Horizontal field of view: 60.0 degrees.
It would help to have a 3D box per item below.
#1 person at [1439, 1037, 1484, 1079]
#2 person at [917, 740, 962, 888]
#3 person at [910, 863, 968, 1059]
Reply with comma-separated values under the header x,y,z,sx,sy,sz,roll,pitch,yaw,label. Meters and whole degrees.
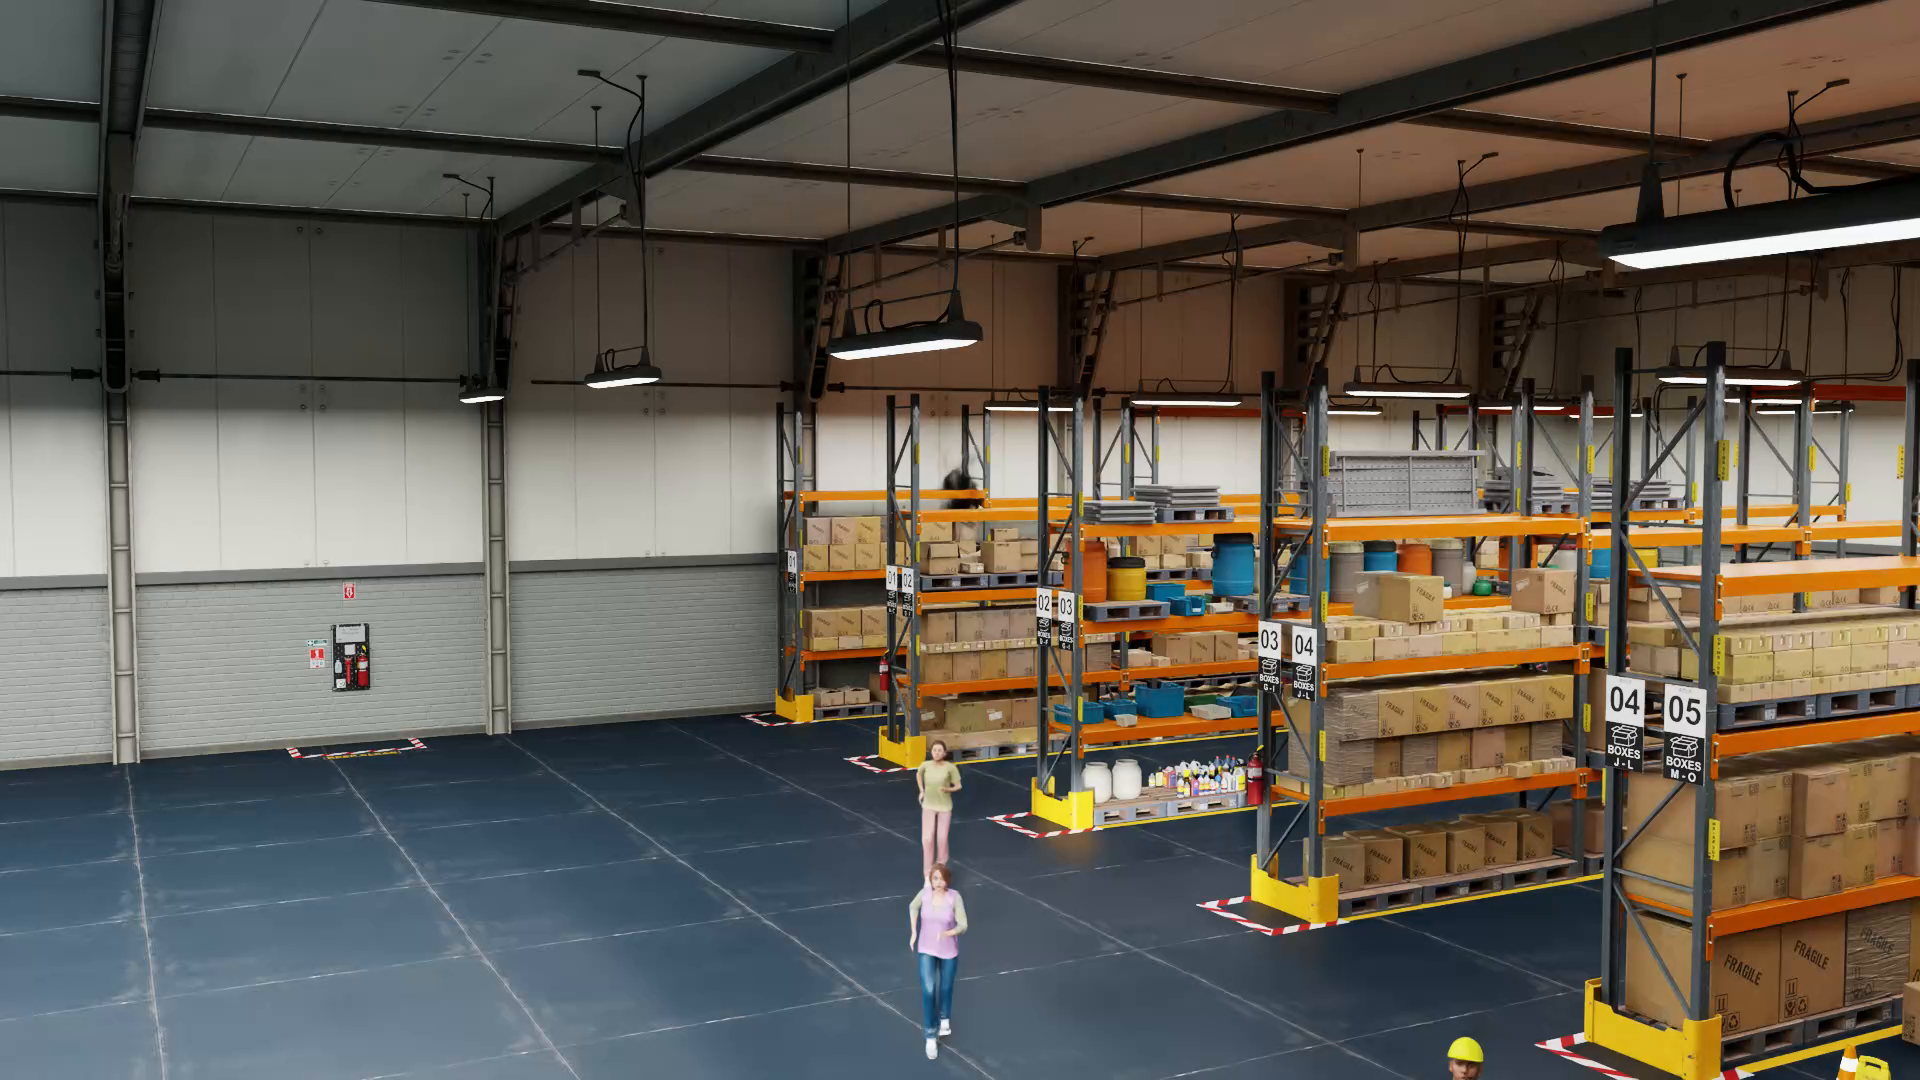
x,y,z,sx,sy,sz,roll,pitch,yaw,label
2.939,3.752,9.722,0.700,1.719,0.625,1,3,21,person
-0.252,3.210,19.662,0.566,1.720,0.849,0,3,5,person
-0.186,3.559,14.199,0.499,1.638,0.783,0,3,0,person
